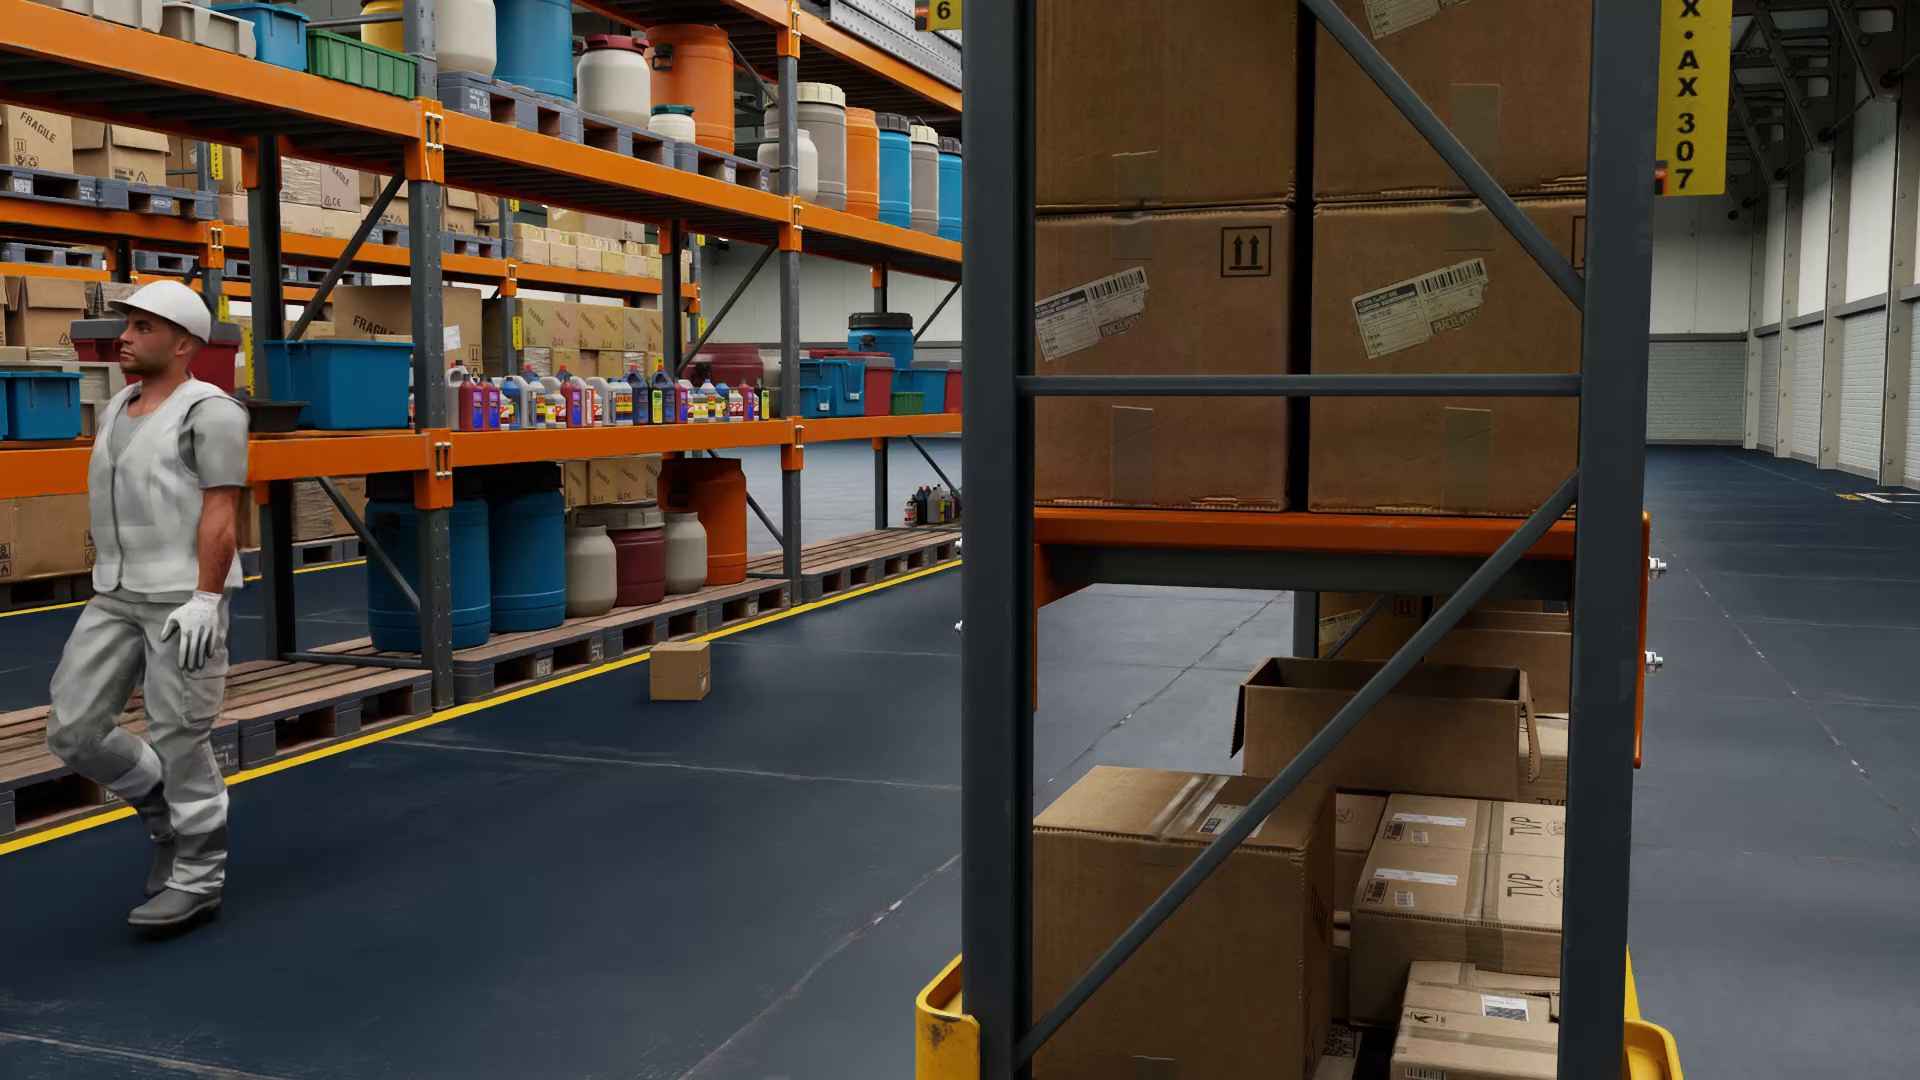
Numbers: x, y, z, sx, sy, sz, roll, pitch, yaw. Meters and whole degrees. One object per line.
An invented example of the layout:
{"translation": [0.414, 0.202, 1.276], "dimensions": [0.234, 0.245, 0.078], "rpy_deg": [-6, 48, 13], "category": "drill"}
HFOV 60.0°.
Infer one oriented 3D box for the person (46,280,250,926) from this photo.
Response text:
{"translation": [-2.217, 0.175, 4.604], "dimensions": [0.526, 1.780, 0.481], "rpy_deg": [2, 6, 22], "category": "person"}
